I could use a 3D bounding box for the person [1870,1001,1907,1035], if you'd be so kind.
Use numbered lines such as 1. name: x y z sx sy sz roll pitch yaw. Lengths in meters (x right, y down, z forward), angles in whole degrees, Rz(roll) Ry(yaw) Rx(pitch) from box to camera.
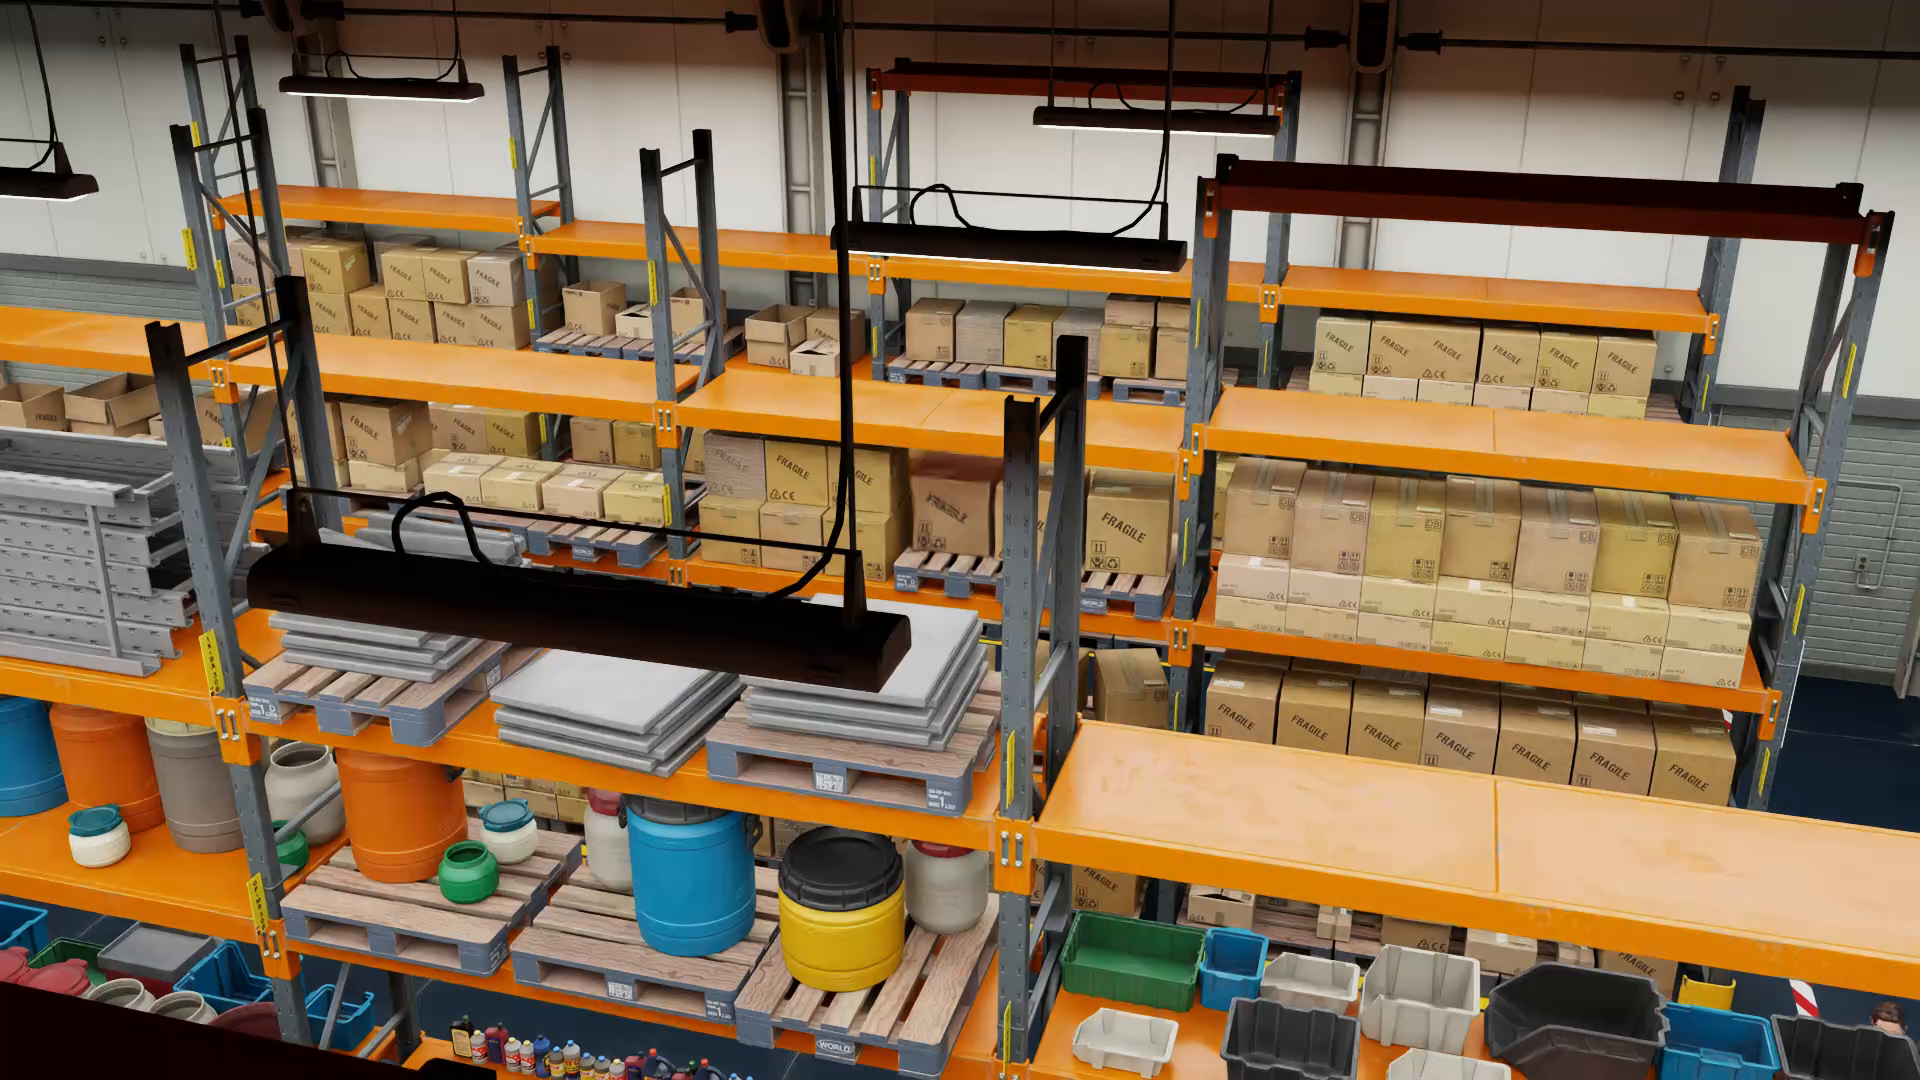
1. person: 5.500 3.487 10.186 0.515 1.662 0.717 8 24 19

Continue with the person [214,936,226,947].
1. person: -5.784 2.478 12.412 0.928 1.677 0.561 10 25 23
